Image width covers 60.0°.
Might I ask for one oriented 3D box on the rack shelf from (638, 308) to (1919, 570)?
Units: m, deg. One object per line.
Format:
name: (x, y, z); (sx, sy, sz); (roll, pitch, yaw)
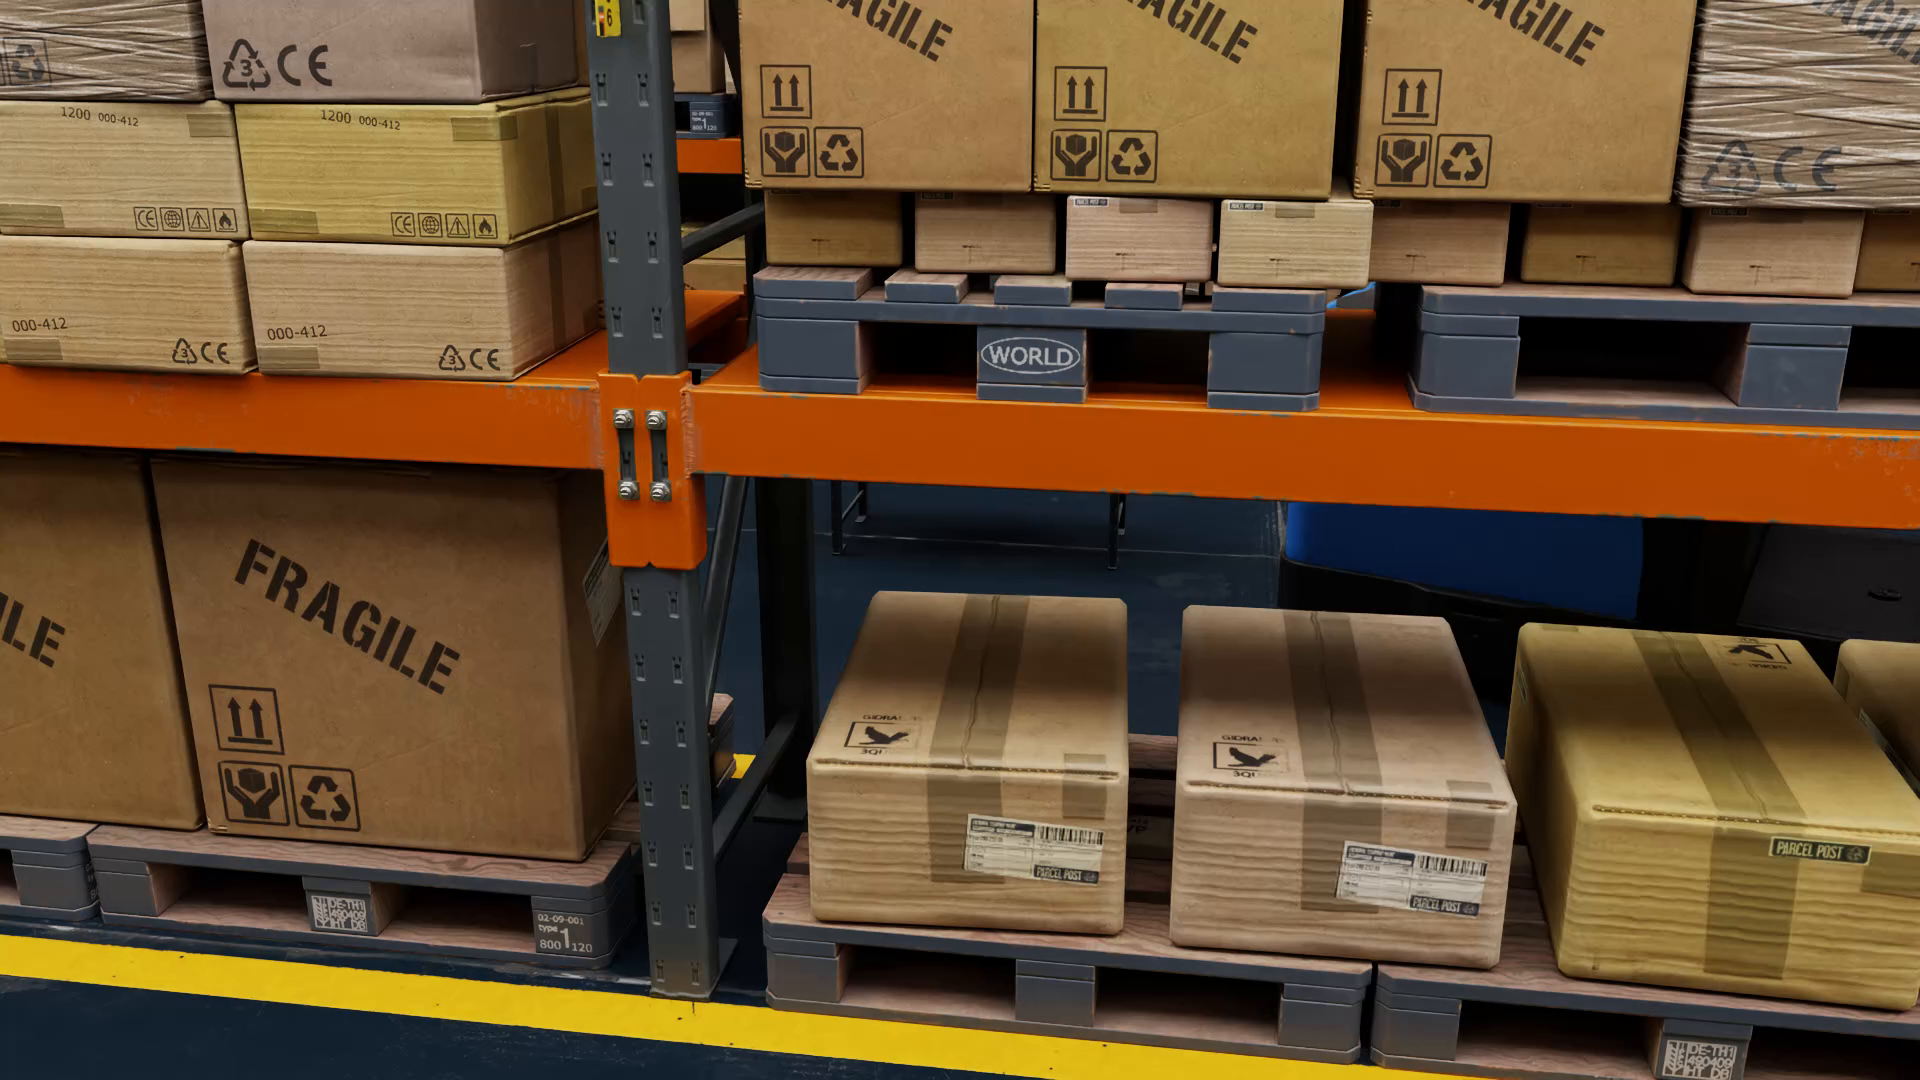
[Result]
rack shelf: (1.472, -0.182, 3.254); (4.000, 0.370, 1.077); (3, 19, 9)

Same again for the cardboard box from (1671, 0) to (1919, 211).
cardboard box: (1.438, -0.840, 2.798); (0.500, 0.500, 0.500); (2, 19, 7)

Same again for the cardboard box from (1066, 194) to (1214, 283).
cardboard box: (0.325, -0.576, 3.032); (0.250, 0.149, 0.380); (2, 19, 5)

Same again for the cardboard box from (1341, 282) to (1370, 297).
cardboard box: (2.206, -1.152, 8.100); (0.625, 0.625, 0.875); (2, 19, 6)

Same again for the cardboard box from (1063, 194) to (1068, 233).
cardboard box: (0.134, -0.770, 3.612); (0.250, 0.149, 0.380); (3, 19, 9)

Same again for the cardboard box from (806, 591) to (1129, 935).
cardboard box: (0.053, 0.455, 3.696); (0.625, 0.372, 0.950); (2, 19, 5)

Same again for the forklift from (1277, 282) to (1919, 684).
forklift: (2.536, -0.940, 4.494); (3.031, 2.935, 1.130); (10, 21, 28)

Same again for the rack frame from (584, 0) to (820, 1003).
rack frame: (-0.503, -0.624, 3.440); (0.127, 3.000, 1.000); (3, 19, 9)

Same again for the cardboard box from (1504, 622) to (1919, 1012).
cardboard box: (1.531, 0.529, 3.474); (0.625, 0.372, 0.950); (4, 19, 10)

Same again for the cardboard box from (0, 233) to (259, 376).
cardboard box: (-1.550, -0.518, 3.359); (0.500, 0.250, 0.500); (3, 19, 10)

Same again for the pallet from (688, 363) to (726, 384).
pallet: (-1.652, -0.968, 8.864); (1.213, 0.211, 1.003); (3, 19, 9)

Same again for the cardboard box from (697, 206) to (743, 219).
cardboard box: (-1.220, -1.674, 8.835); (0.250, 0.149, 0.380); (3, 19, 7)

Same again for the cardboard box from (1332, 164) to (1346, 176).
cardboard box: (0.911, -0.747, 3.542); (0.250, 0.149, 0.380); (3, 19, 10)

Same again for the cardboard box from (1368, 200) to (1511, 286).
cardboard box: (0.844, -0.568, 3.008); (0.250, 0.149, 0.380); (4, 19, 12)

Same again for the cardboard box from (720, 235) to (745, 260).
cardboard box: (-1.028, -1.505, 8.328); (0.250, 0.149, 0.380); (3, 19, 10)

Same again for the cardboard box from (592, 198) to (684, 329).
cardboard box: (-0.946, -0.656, 3.773); (0.500, 0.250, 0.500); (3, 19, 8)

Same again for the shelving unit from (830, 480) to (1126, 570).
shelving unit: (0.084, -0.707, 6.052); (1.048, 1.500, 0.538); (3, 19, 9)

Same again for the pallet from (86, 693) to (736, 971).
pallet: (-1.269, 0.635, 4.072); (1.213, 0.211, 1.003); (3, 19, 9)

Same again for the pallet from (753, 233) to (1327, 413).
pallet: (0.218, -0.530, 3.463); (1.003, 0.211, 1.213); (3, 19, 9)

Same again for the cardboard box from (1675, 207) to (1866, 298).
cardboard box: (1.377, -0.533, 2.902); (0.250, 0.149, 0.380); (4, 19, 10)

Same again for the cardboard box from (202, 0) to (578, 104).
cardboard box: (-1.055, -1.090, 3.099); (0.500, 0.500, 0.500); (2, 19, 7)

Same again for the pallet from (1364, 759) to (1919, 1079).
pallet: (1.469, 0.800, 3.578); (1.213, 0.211, 1.003); (3, 19, 9)

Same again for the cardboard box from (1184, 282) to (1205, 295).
cardboard box: (0.894, -1.216, 8.292); (0.625, 0.625, 0.875); (4, 19, 10)

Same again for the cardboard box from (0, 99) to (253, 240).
cardboard box: (-1.528, -0.759, 3.293); (0.500, 0.250, 0.500); (2, 19, 7)

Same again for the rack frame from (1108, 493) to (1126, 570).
rack frame: (0.586, -0.681, 5.976); (0.032, 1.500, 0.500); (3, 19, 9)

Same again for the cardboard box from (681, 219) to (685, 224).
cardboard box: (-1.552, -1.522, 8.378); (0.250, 0.149, 0.380); (2, 19, 6)

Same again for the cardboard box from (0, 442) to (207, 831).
cardboard box: (-2.052, 0.078, 4.031); (0.875, 0.875, 0.875); (3, 19, 9)

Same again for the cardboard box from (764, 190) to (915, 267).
cardboard box: (-0.212, -0.629, 3.191); (0.250, 0.149, 0.380); (2, 19, 5)

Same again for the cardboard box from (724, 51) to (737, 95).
cardboard box: (-0.812, -2.259, 7.901); (0.500, 0.250, 0.500); (2, 19, 6)

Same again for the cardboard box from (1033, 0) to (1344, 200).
cardboard box: (0.420, -0.892, 2.955); (0.500, 0.500, 0.500); (4, 19, 11)

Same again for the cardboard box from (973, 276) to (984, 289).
cardboard box: (-0.171, -1.147, 8.281); (0.500, 0.500, 0.500); (3, 19, 10)

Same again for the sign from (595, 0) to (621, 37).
sign: (-0.588, -0.999, 2.736); (0.005, 0.325, 0.100); (3, 19, 9)
